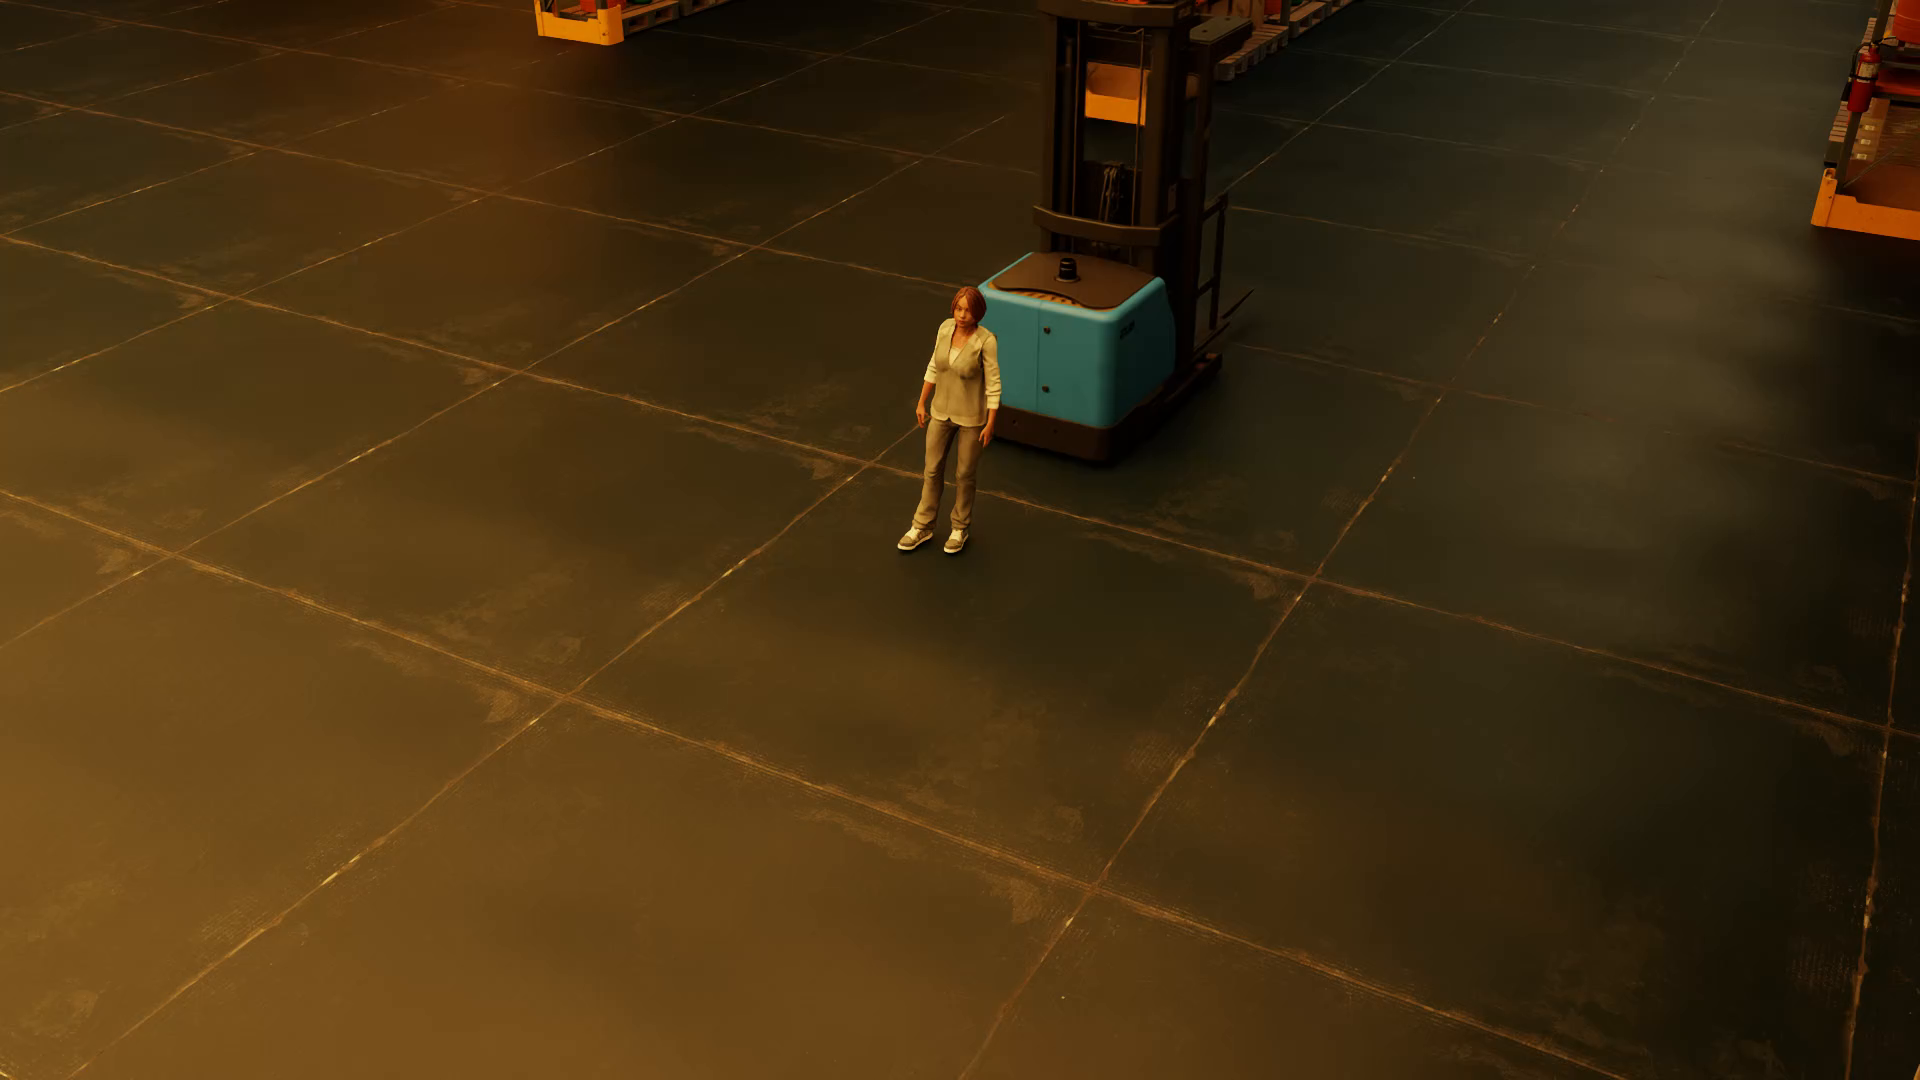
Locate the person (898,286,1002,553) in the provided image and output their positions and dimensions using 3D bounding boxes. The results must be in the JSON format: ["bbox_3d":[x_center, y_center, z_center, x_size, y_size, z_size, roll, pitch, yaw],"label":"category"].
[{"bbox_3d":[-0.048,-0.668,9.549,0.521,1.599,0.473,15,33,25],"label":"person"}]

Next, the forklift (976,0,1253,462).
[{"bbox_3d":[1.248,-2.479,11.366,1.130,2.935,3.031,16,34,26],"label":"forklift"}]
